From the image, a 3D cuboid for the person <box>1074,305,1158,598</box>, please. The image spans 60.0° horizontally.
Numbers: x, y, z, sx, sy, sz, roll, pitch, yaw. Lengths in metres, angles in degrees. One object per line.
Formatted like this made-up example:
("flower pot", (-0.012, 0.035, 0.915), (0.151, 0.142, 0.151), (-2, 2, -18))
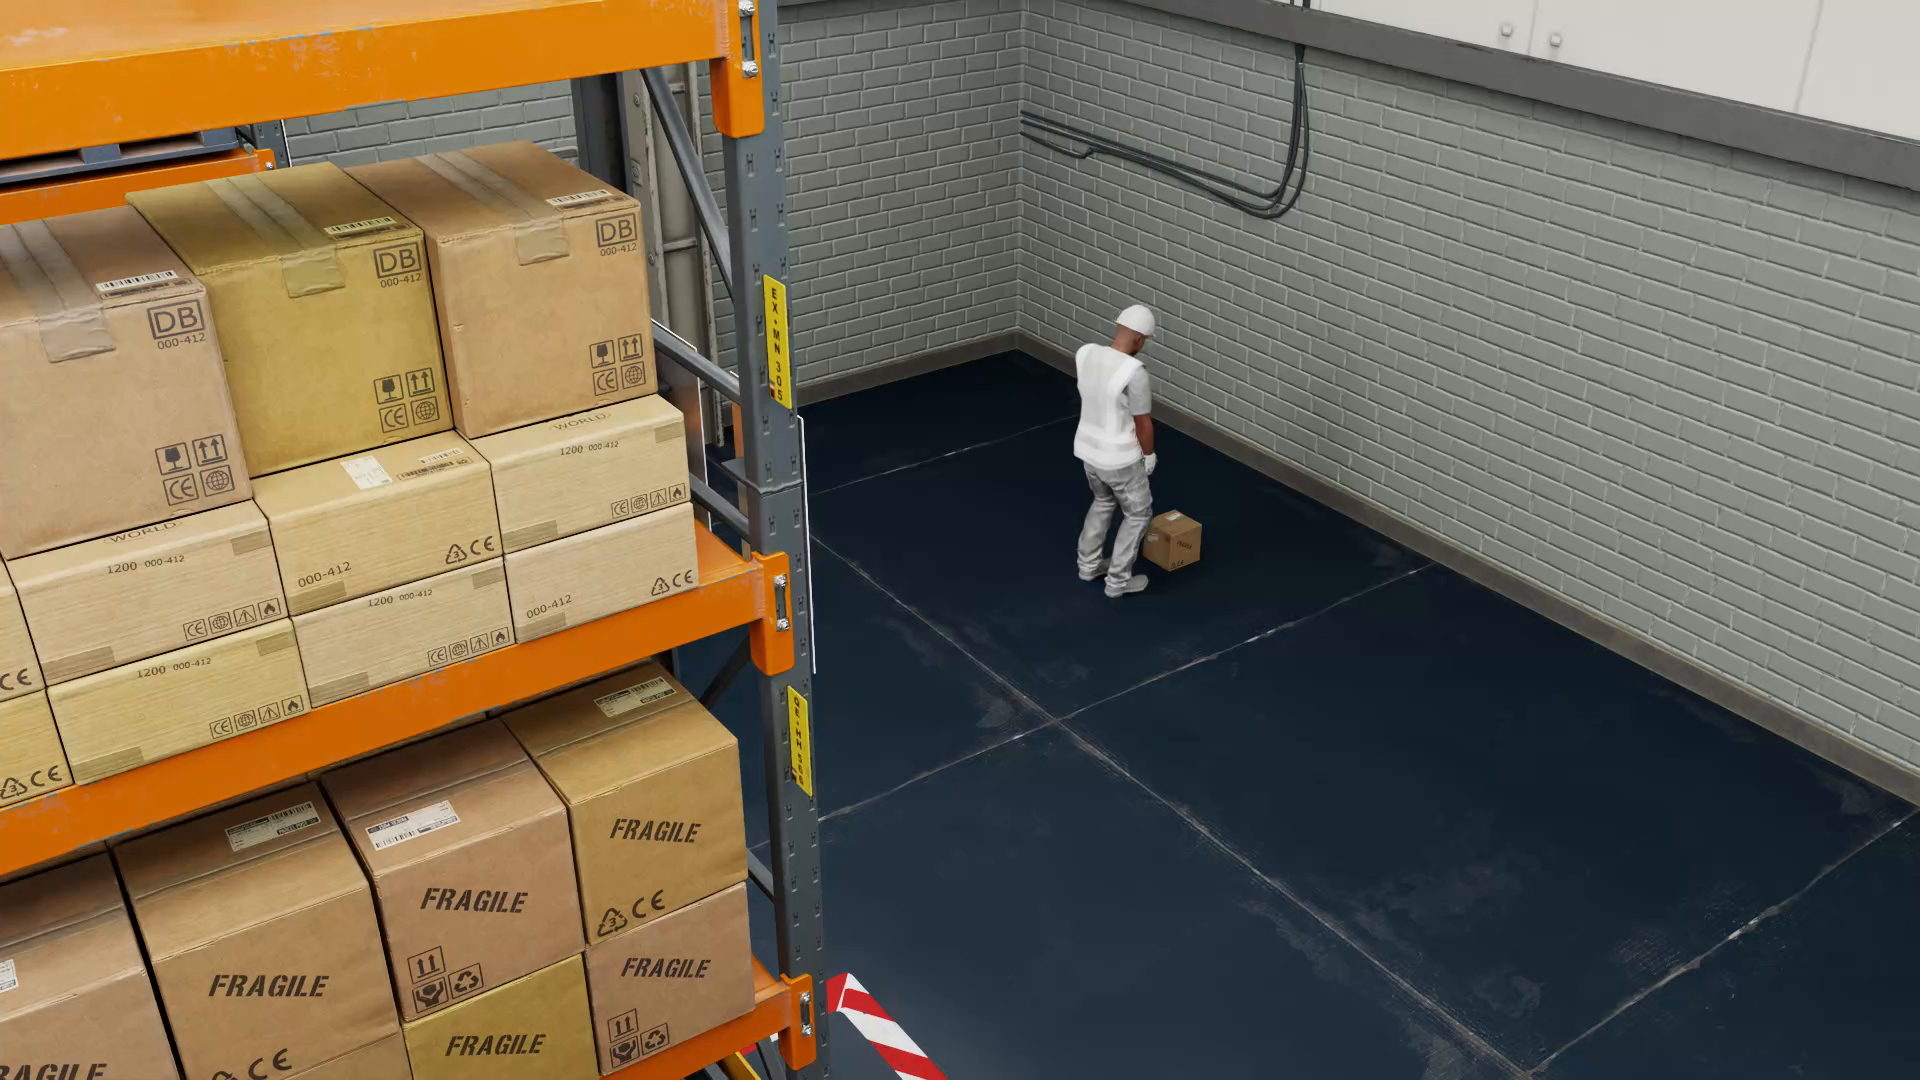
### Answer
("person", (0.902, -0.523, 9.641), (0.477, 1.721, 0.576), (-18, 33, -29))
